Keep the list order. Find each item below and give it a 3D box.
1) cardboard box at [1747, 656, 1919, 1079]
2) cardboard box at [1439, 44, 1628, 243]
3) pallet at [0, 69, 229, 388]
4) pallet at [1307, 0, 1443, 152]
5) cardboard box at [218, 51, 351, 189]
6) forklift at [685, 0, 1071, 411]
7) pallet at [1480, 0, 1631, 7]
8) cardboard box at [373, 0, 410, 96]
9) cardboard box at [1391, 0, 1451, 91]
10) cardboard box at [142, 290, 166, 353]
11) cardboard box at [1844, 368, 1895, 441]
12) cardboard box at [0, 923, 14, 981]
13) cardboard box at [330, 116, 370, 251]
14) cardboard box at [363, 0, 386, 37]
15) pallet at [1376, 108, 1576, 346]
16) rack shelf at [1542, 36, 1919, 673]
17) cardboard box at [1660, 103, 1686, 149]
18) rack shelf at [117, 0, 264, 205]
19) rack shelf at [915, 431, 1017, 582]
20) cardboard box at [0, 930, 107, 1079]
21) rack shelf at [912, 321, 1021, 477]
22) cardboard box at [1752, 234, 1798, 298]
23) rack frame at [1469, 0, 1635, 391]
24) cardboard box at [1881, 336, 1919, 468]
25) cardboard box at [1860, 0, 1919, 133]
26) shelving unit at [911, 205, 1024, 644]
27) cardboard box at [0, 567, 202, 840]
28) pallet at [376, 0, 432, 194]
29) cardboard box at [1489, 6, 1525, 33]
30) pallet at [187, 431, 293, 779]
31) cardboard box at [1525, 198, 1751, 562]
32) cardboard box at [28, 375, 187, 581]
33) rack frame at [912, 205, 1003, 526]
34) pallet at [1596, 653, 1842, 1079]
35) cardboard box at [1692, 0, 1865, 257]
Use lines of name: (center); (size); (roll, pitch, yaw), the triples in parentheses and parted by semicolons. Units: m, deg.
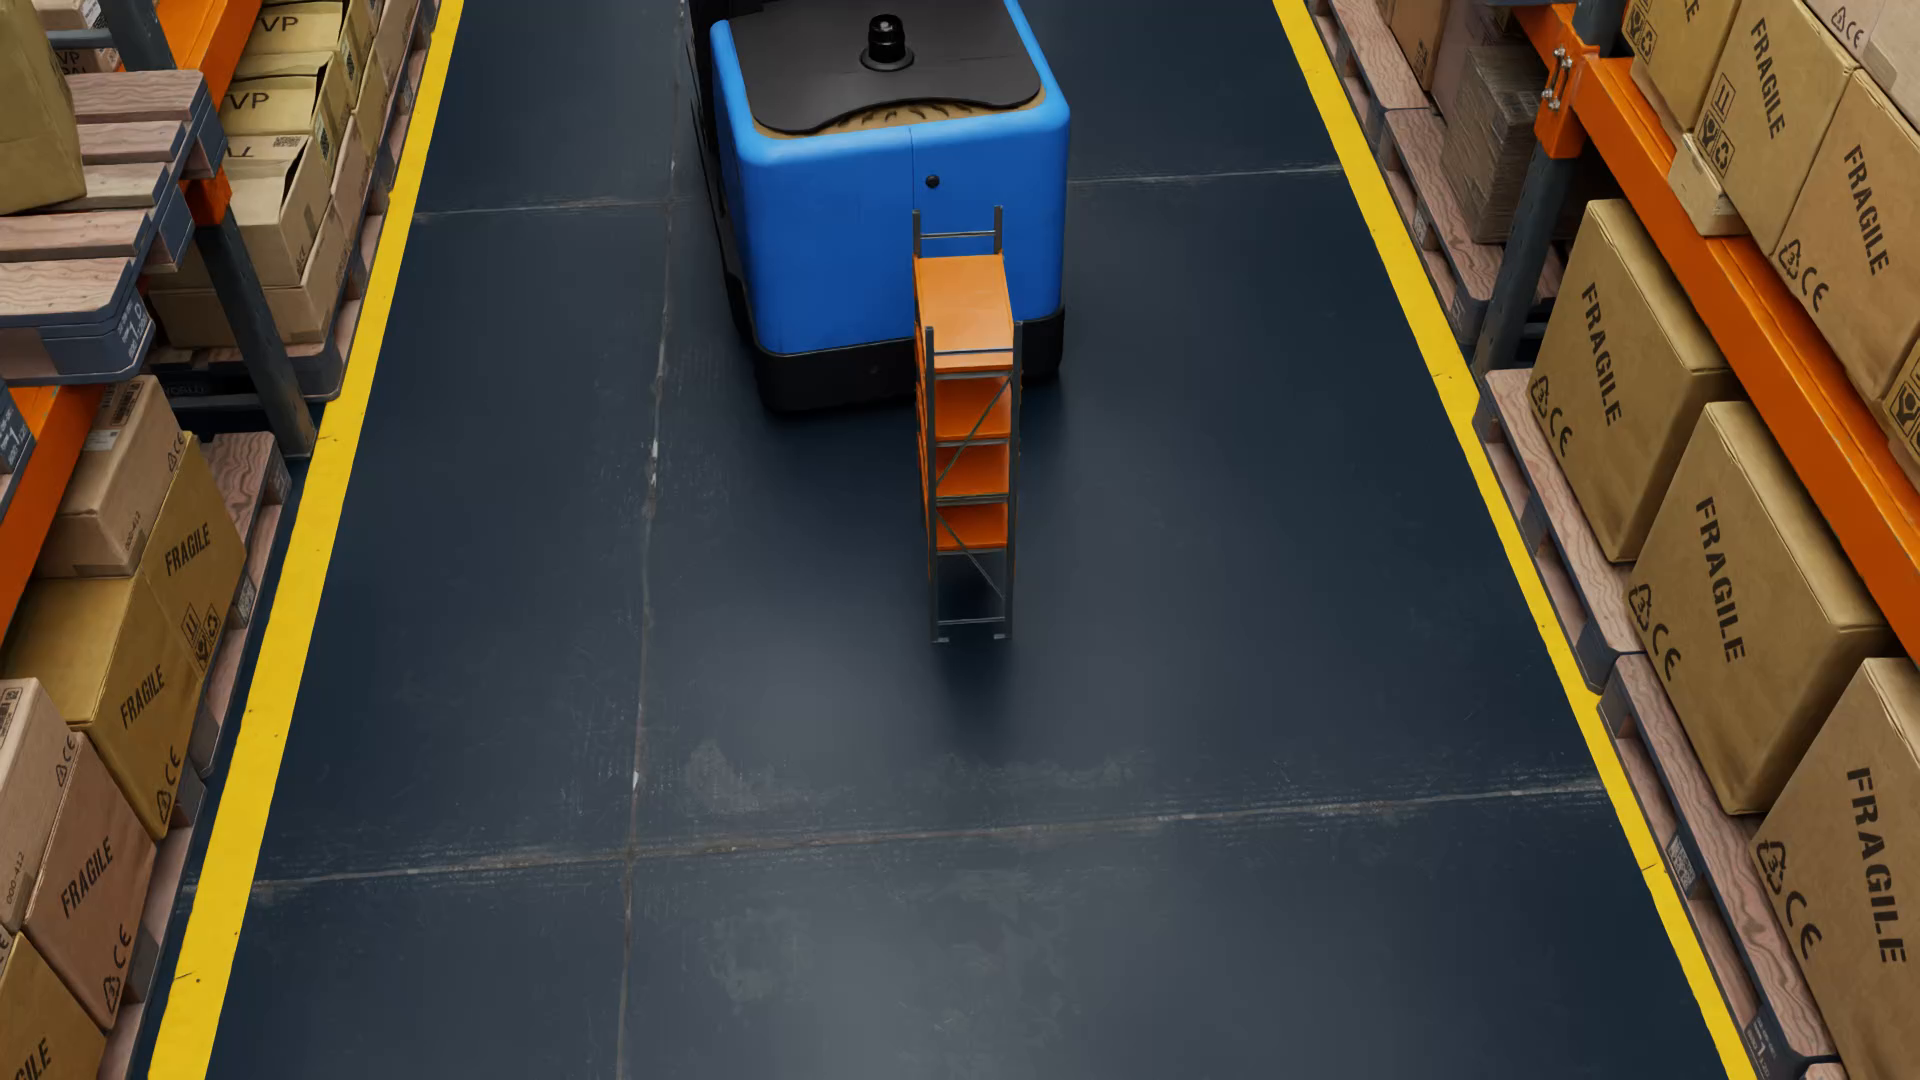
cardboard box: (2.359, 0.766, 3.650); (0.750, 0.750, 0.750); (-2, 47, -2)
cardboard box: (2.174, -1.427, 5.954); (0.700, 0.500, 0.500); (-3, 47, -3)
pallet: (-2.524, -0.761, 4.037); (1.213, 0.211, 1.003); (-3, 47, -3)
pallet: (2.123, -2.104, 7.098); (1.003, 0.211, 1.213); (-3, 47, -3)
cardboard box: (-2.454, -1.481, 5.805); (0.500, 0.311, 0.500); (-5, 47, -4)
forklift: (-0.469, -2.528, 5.626); (1.130, 2.935, 3.031); (-9, 47, -9)
pallet: (2.120, -2.060, 5.267); (1.213, 0.211, 1.003); (-3, 47, -3)
cardboard box: (-2.536, -2.019, 6.701); (0.500, 0.250, 0.500); (-3, 47, -2)
cardboard box: (2.176, -2.164, 6.652); (0.700, 0.500, 0.500); (-4, 47, -4)
cardboard box: (-2.937, -0.878, 5.620); (0.500, 0.250, 0.500); (-2, 47, -2)
cardboard box: (2.218, -0.356, 3.681); (0.380, 0.149, 0.250); (-3, 47, -3)
cardboard box: (-2.197, 0.943, 3.193); (0.500, 0.250, 0.500); (-3, 47, -3)
cardboard box: (-2.444, -1.273, 5.994); (0.500, 0.250, 0.500); (-5, 47, -4)
cardboard box: (-2.538, -2.222, 6.507); (0.500, 0.311, 0.500); (-4, 47, -4)
pallet: (2.222, -1.224, 6.264); (1.003, 0.211, 1.213); (-3, 47, -3)
rack shelf: (2.453, 0.077, 3.606); (1.077, 0.370, 4.000); (-3, 47, -3)
cardboard box: (2.095, -1.102, 4.387); (0.380, 0.149, 0.250); (-3, 47, -3)
rack shelf: (-2.818, -2.513, 6.059); (1.077, 0.370, 4.000); (-3, 47, -3)
rack shelf: (0.014, -0.110, 4.894); (0.258, 0.148, 0.480); (-3, 47, -3)
cardboard box: (-2.203, 1.177, 3.488); (0.500, 0.500, 0.500); (-3, 47, -3)
rack shelf: (0.014, -0.400, 4.587); (0.258, 0.148, 0.480); (-3, 47, -3)
cardboard box: (2.177, -0.731, 4.035); (0.380, 0.149, 0.250); (-4, 47, -4)
rack frame: (2.286, -1.617, 4.716); (1.000, 3.000, 0.127); (-3, 47, -3)
cardboard box: (2.198, -0.279, 3.161); (0.500, 0.500, 0.500); (-2, 47, -2)
cardboard box: (2.158, -0.924, 3.255); (0.500, 0.250, 0.500); (-3, 47, -3)
shelving unit: (0.014, -0.293, 4.701); (0.258, 1.200, 0.503); (-3, 47, -3)
cardboard box: (-2.295, 0.432, 4.194); (0.500, 0.500, 0.500); (-5, 47, -5)
pallet: (-2.779, -1.833, 6.841); (1.003, 0.211, 1.213); (-3, 47, -3)
cardboard box: (2.188, -2.101, 6.076); (0.500, 0.250, 0.500); (-3, 47, -3)
pallet: (-2.625, 0.188, 4.927); (1.003, 0.211, 1.213); (-3, 47, -3)
cardboard box: (2.217, -0.482, 4.832); (0.750, 0.750, 0.750); (-4, 47, -4)
cardboard box: (-2.329, -0.160, 4.238); (0.500, 0.250, 0.500); (-2, 47, -2)
rack frame: (-0.007, -0.469, 4.868); (0.240, 1.200, 0.015); (-3, 47, -3)
pallet: (2.376, 0.797, 4.349); (1.003, 0.211, 1.213); (-3, 47, -3)
cardboard box: (2.106, -1.014, 3.857); (0.500, 0.500, 0.500); (-2, 47, -2)
